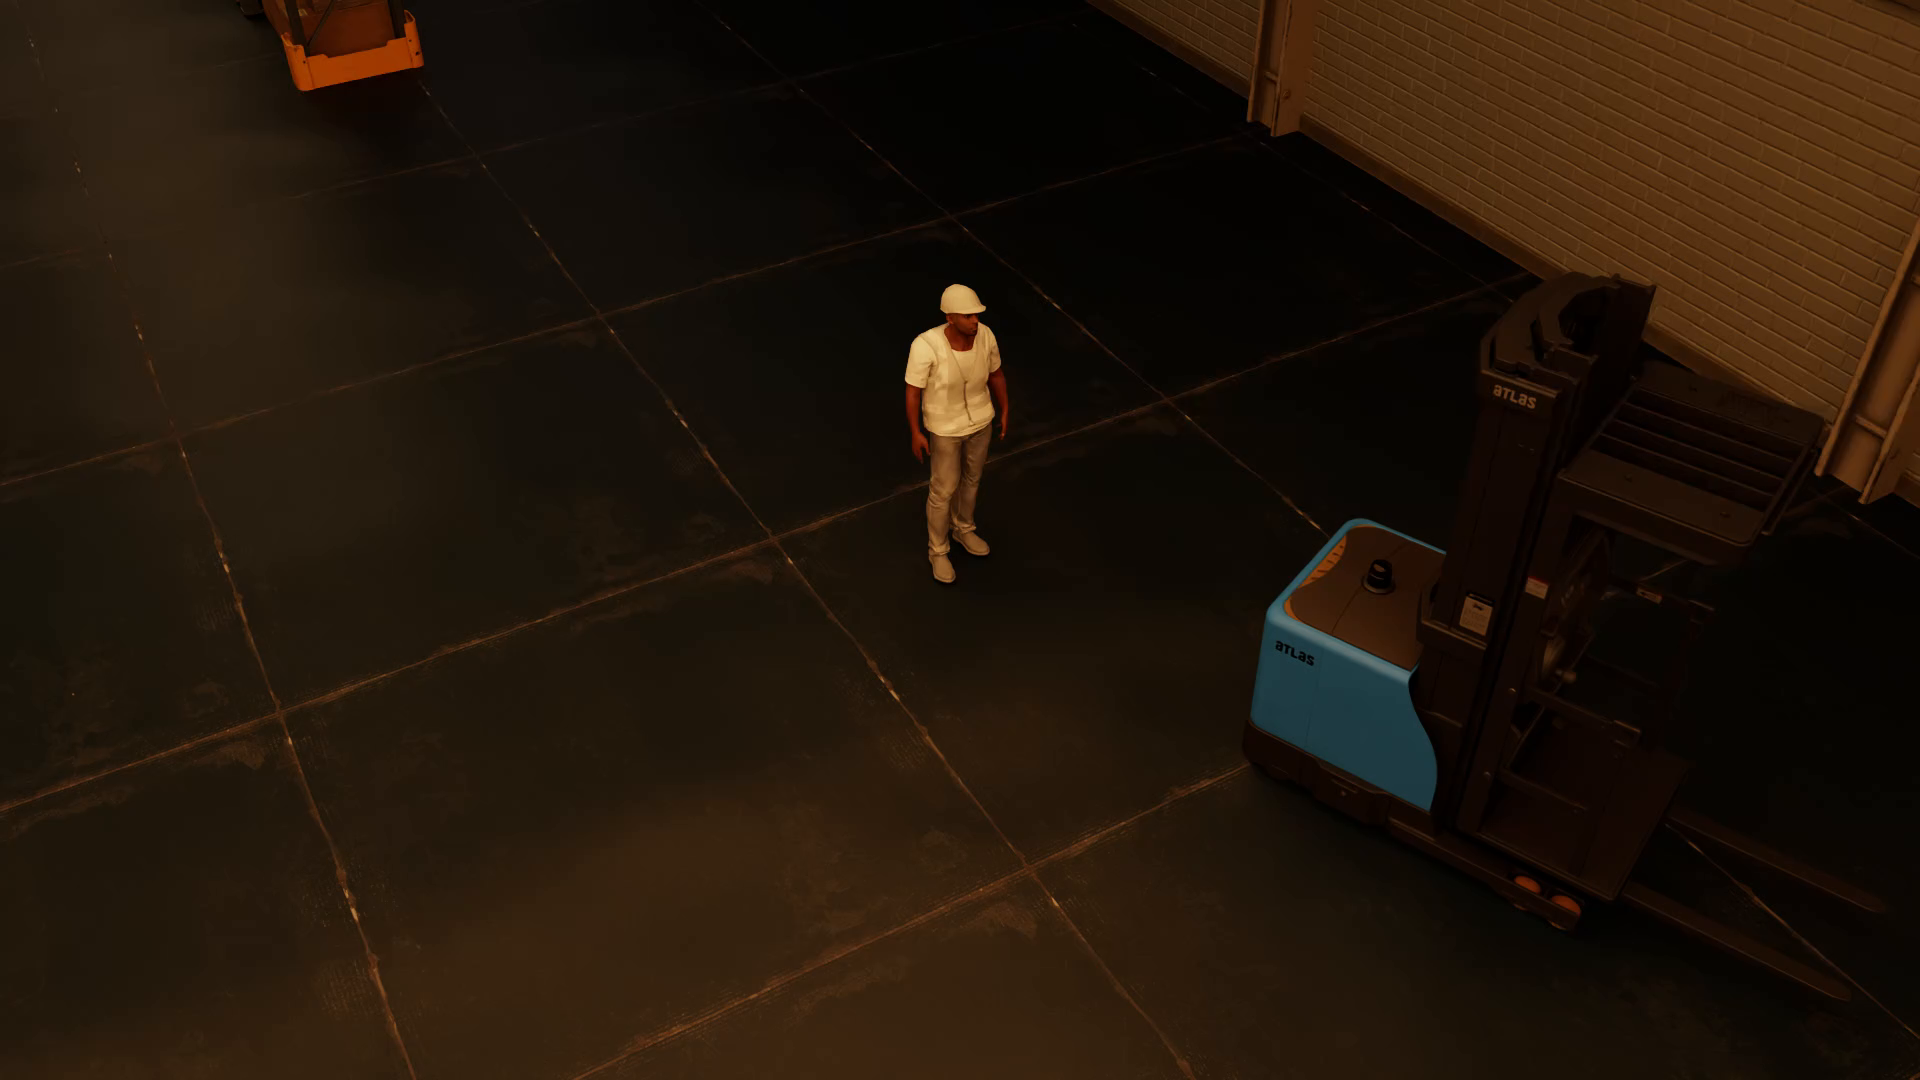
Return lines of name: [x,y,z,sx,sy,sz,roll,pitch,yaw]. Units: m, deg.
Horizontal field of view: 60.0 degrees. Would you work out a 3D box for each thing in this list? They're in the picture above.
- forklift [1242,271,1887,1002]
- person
forklift: [2.989,0.370,7.590,3.031,2.935,1.130,26,46,28]
person: [0.031,-0.645,9.715,0.666,1.768,0.575,-20,44,-23]
